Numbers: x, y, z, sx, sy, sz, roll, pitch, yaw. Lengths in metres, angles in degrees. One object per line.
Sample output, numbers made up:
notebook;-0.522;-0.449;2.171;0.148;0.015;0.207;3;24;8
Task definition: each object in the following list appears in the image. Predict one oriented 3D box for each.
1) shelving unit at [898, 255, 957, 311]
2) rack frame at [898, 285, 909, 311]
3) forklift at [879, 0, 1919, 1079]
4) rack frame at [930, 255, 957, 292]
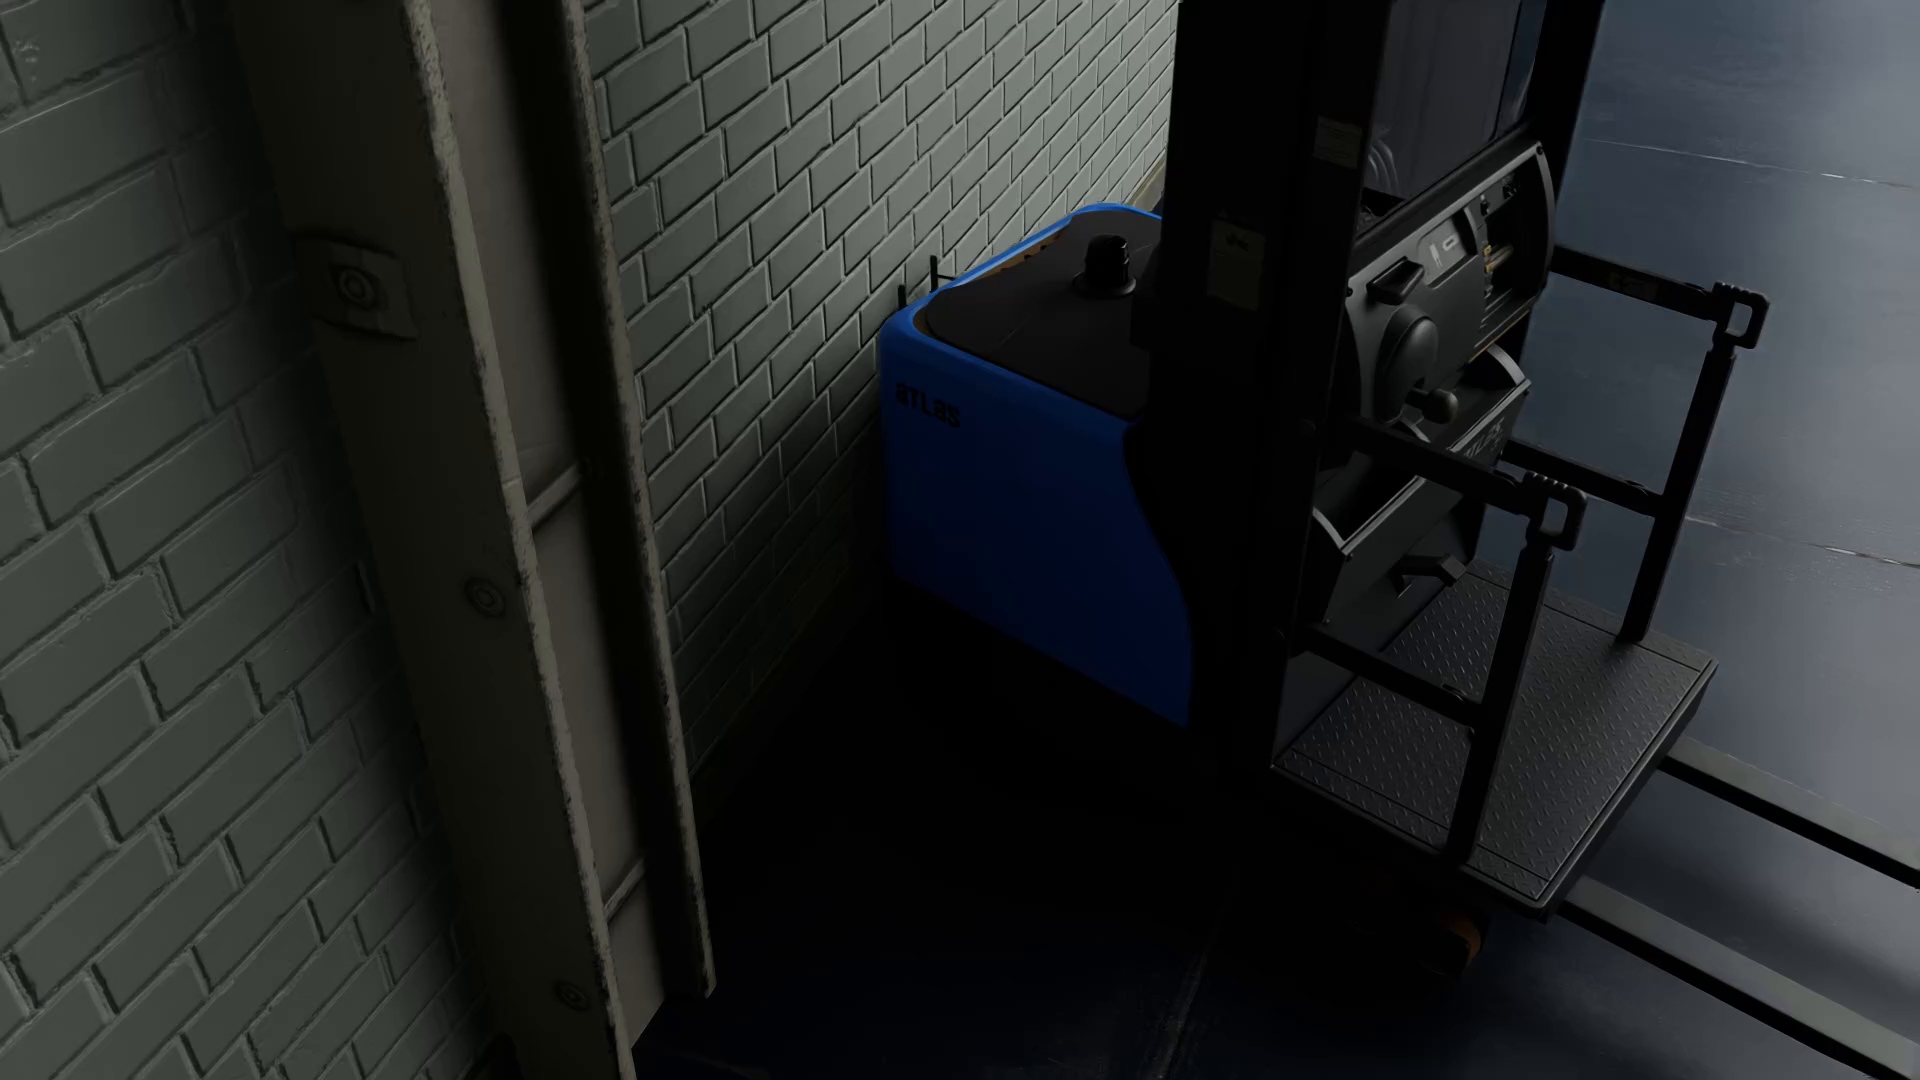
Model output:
shelving unit;-0.007;-0.385;5.004;0.258;0.900;0.210;14;39;22
rack frame;-0.052;-0.330;4.931;0.240;0.900;0.006;14;39;22
forklift;1.231;-0.518;3.495;3.031;2.935;1.130;27;44;31
rack frame;0.037;-0.439;5.078;0.240;0.900;0.006;14;39;22
